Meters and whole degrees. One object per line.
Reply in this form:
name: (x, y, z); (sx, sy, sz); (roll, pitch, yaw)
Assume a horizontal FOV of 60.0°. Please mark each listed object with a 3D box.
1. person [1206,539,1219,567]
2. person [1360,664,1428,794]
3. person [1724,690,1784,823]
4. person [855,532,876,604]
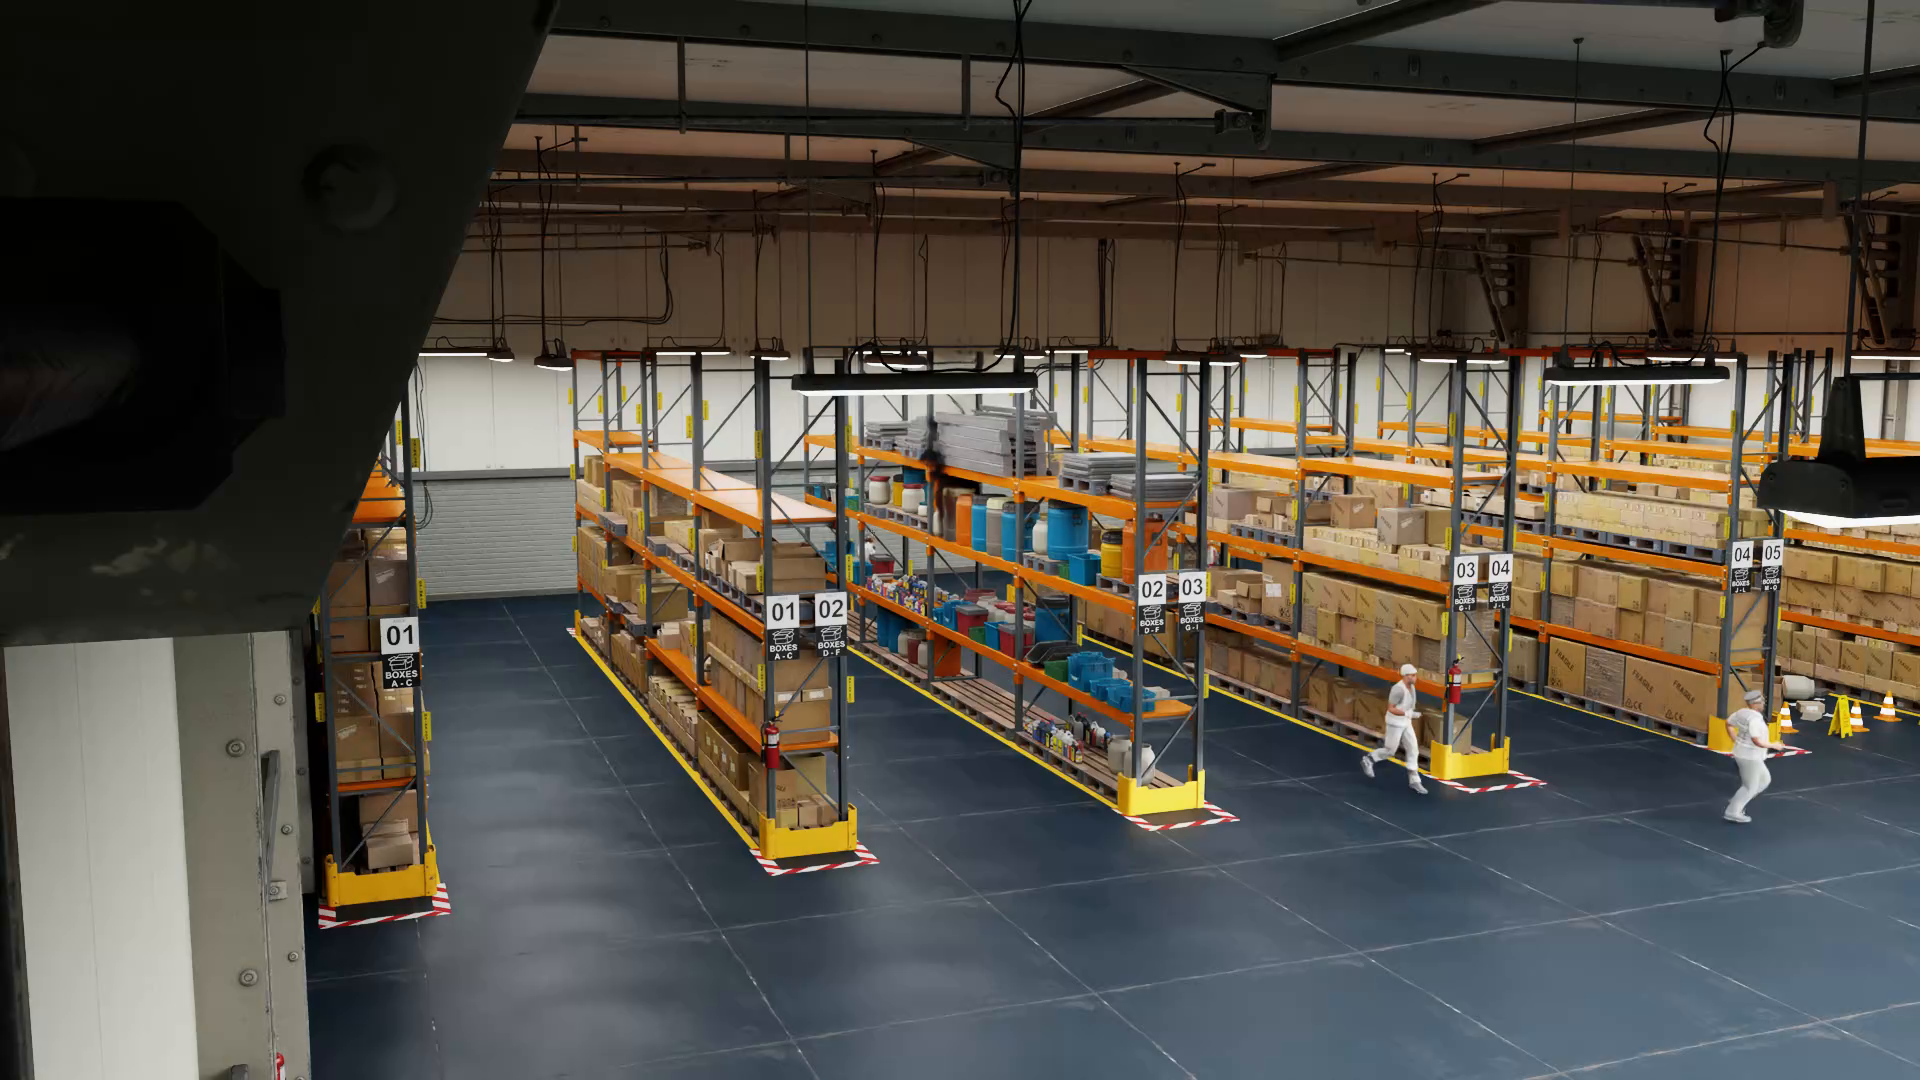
person: (5.605, 0.755, 37.745); (0.641, 1.800, 0.719); (-3, 8, -26)
person: (6.082, 2.580, 23.164); (1.052, 1.772, 0.690); (6, 9, 41)
person: (10.260, 2.803, 21.482); (0.647, 1.763, 0.663); (1, 7, 11)
person: (-2.135, 0.652, 39.095); (0.687, 1.724, 0.549); (-1, 7, -10)
